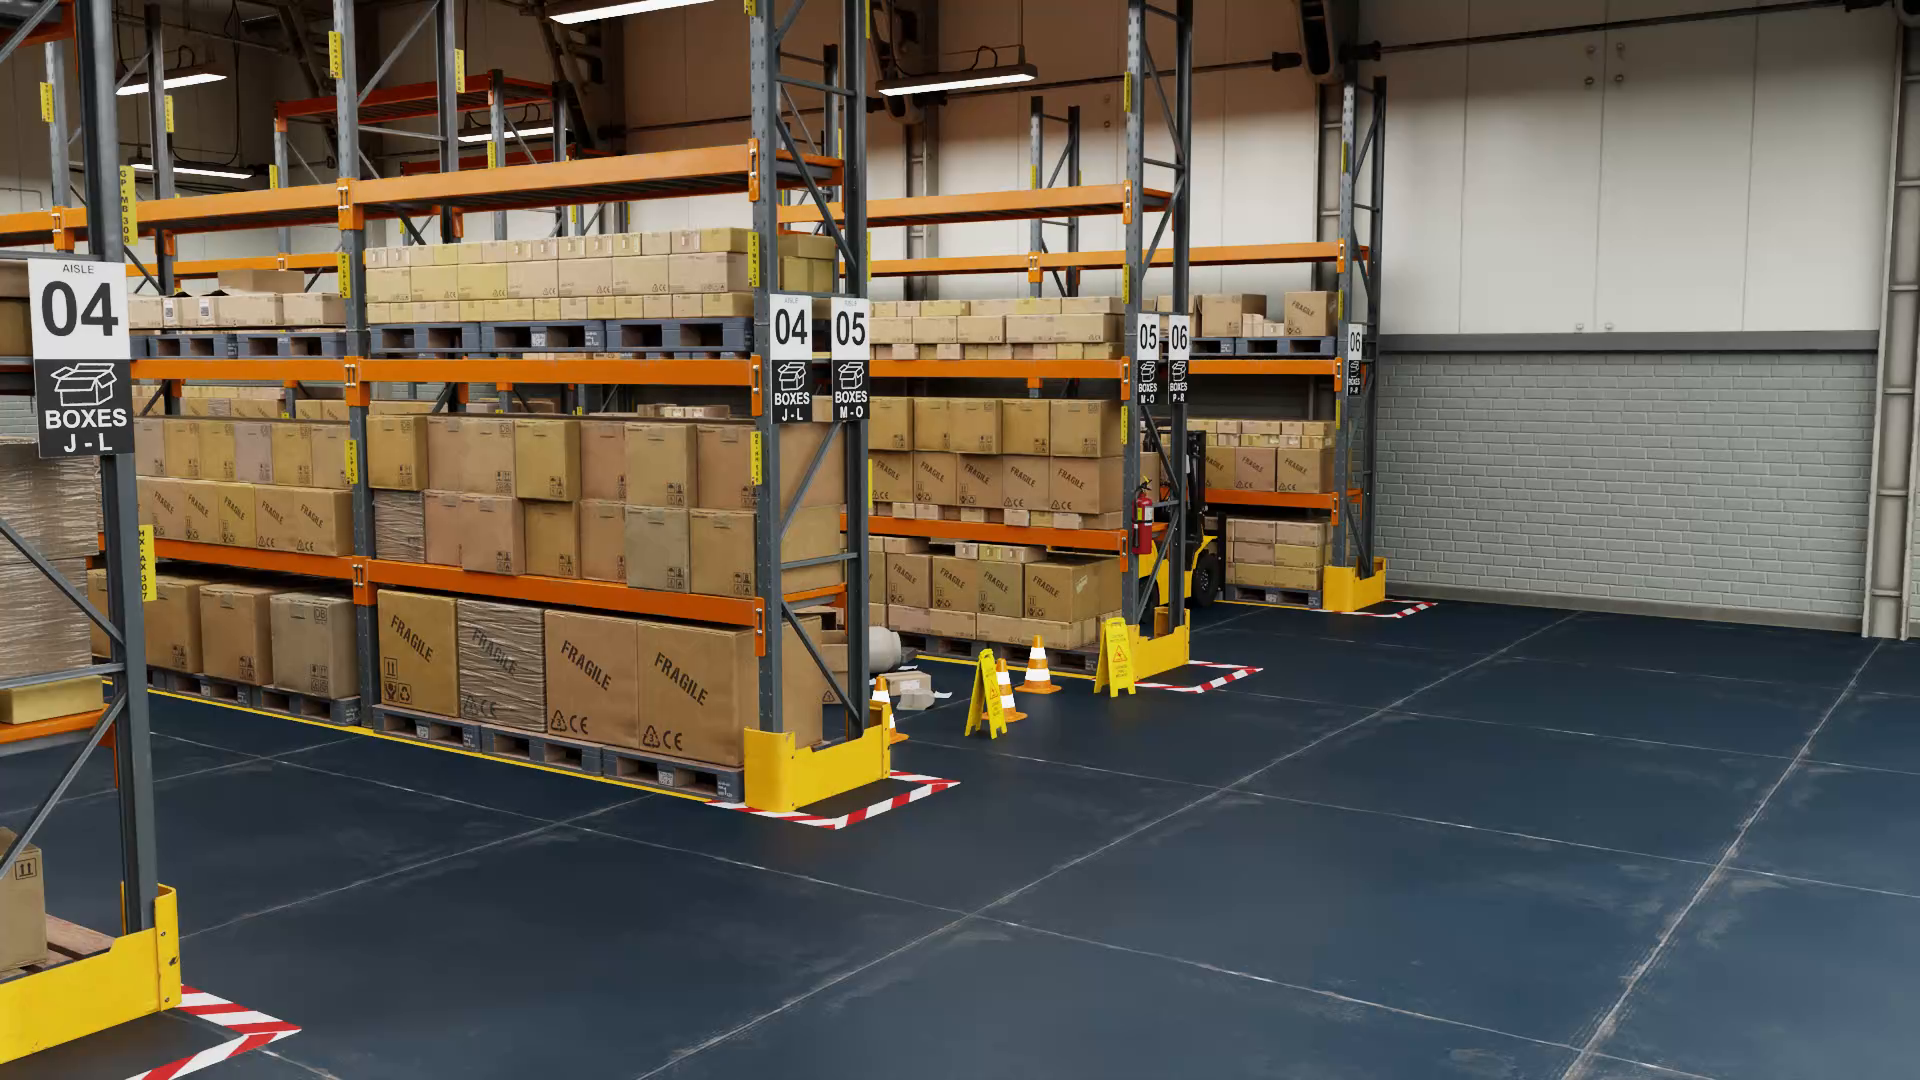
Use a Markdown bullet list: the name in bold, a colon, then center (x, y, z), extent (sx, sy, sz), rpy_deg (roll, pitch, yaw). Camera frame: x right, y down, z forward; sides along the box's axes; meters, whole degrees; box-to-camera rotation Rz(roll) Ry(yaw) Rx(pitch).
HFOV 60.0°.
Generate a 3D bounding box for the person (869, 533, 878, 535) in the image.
- **person**: center (-0.943, -0.081, 18.504), extent (0.421, 1.774, 0.656), rpy_deg (4, 7, 30)
